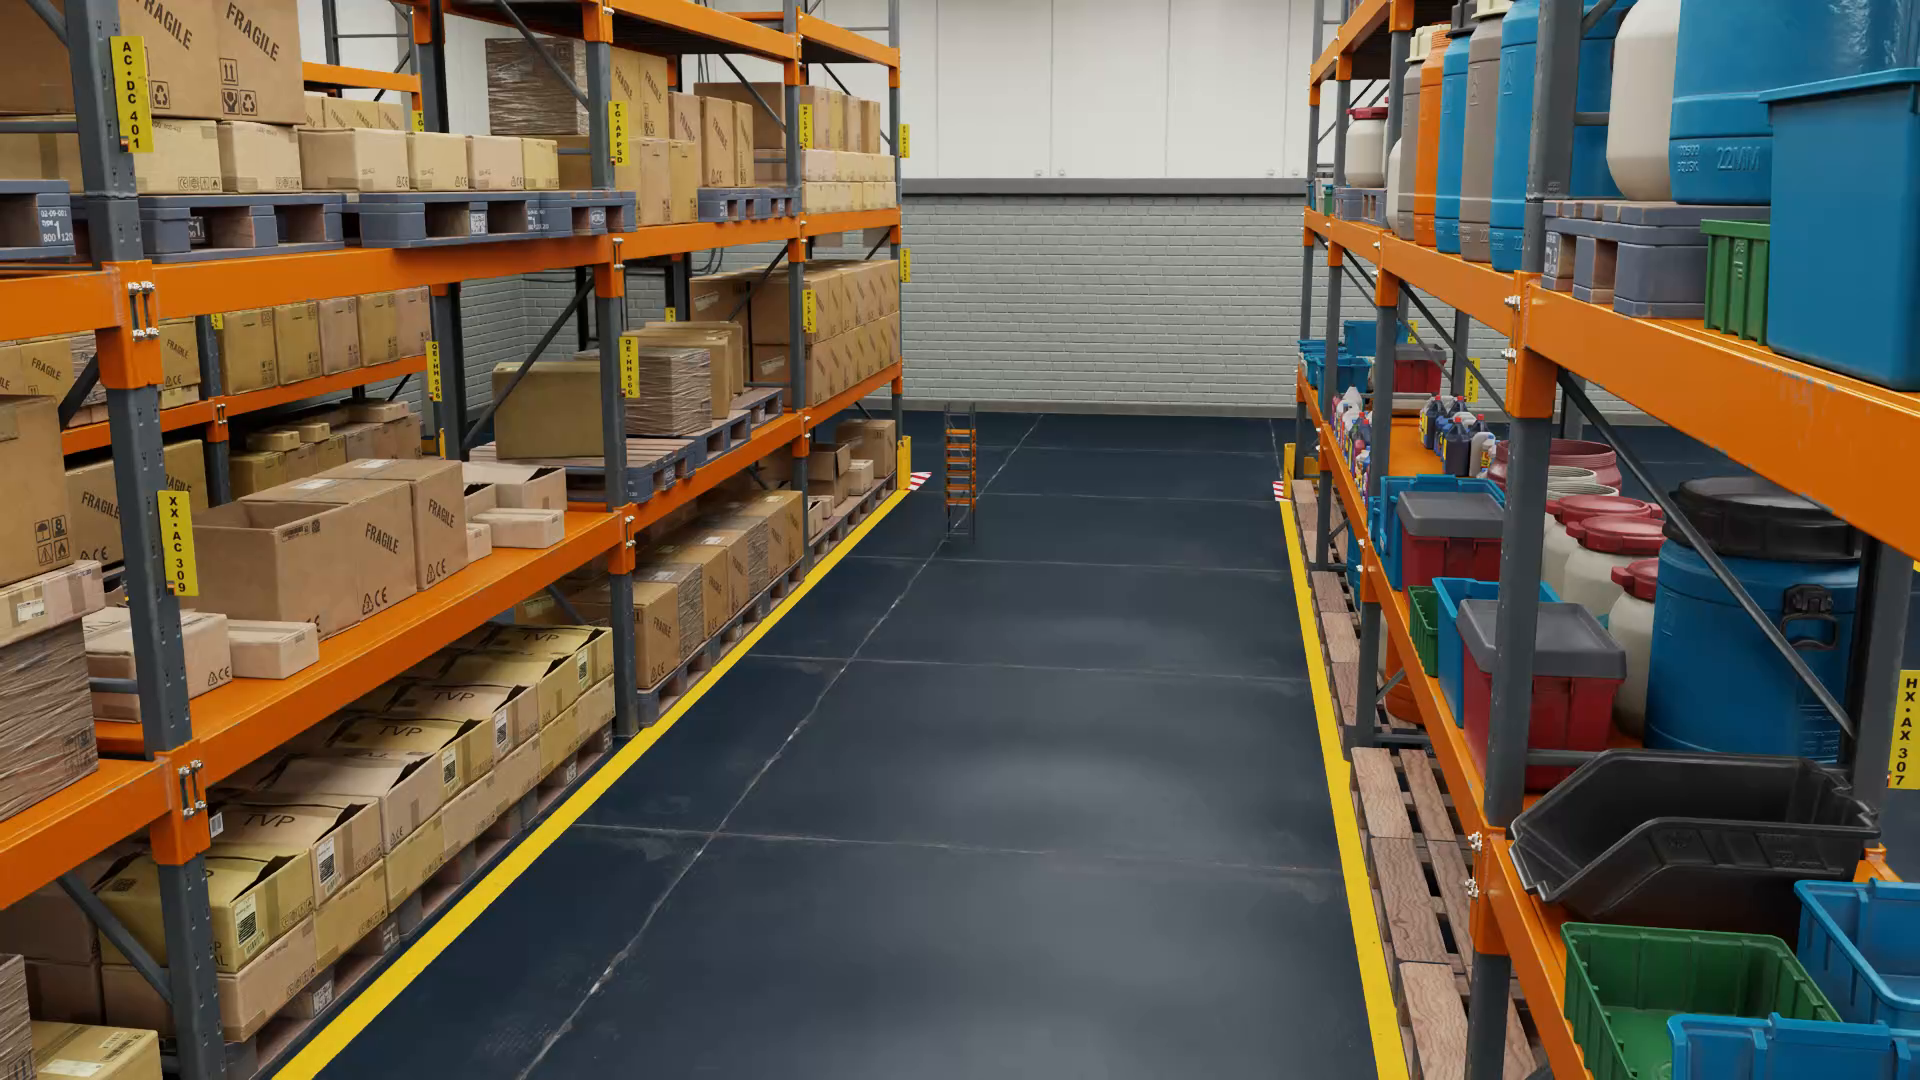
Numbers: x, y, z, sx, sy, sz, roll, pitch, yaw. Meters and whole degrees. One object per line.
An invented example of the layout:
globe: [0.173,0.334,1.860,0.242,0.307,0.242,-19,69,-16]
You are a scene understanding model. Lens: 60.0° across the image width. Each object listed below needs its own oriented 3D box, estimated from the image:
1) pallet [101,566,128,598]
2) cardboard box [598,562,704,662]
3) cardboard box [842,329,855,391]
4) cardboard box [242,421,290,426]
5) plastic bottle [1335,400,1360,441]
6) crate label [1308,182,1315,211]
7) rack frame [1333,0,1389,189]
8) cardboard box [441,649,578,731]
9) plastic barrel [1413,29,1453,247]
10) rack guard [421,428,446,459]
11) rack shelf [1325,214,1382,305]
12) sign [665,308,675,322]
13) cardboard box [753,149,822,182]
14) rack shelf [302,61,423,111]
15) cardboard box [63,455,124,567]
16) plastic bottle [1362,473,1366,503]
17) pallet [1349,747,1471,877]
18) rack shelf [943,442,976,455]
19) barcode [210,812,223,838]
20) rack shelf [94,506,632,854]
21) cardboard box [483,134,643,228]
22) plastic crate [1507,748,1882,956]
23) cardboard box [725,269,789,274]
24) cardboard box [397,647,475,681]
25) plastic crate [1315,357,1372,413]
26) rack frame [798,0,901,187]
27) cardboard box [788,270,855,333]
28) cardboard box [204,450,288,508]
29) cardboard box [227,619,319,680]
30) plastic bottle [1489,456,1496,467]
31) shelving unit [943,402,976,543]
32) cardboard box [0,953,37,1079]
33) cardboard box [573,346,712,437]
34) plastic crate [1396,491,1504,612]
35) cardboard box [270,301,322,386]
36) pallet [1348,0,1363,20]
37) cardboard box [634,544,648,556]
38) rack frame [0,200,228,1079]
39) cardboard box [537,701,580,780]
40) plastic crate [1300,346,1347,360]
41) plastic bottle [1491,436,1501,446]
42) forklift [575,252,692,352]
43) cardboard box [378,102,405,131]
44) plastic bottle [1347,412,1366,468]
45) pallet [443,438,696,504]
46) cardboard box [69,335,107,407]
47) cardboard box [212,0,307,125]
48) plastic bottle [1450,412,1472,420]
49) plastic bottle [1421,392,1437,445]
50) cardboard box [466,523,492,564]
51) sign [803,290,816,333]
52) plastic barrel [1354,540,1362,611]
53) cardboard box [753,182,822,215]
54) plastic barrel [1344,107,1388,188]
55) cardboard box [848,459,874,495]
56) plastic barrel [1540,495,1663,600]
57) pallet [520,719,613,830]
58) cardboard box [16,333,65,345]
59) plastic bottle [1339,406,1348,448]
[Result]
pallet: [-6.832,0.411,12.084,1.003,0.211,1.213,2,12,9]
cardboard box: [-1.895,0.435,10.245,0.500,0.500,0.500,1,12,7]
cardboard box: [-1.205,-1.567,14.407,0.500,0.500,0.500,2,12,8]
cardboard box: [-6.446,-1.016,15.484,0.380,0.149,0.250,2,12,9]
plastic bottle: [2.683,-0.828,11.510,0.152,0.276,0.135,2,12,9]
crate label: [3.341,-3.093,14.960,0.408,0.251,0.502,2,12,9]
rack frame: [3.187,-3.981,11.608,1.000,3.000,0.127,2,12,9]
cardboard box: [-2.233,0.713,8.265,0.500,0.311,0.500,2,12,8]
plastic barrel: [2.130,-1.592,6.622,0.600,0.830,0.708,2,12,9]
rack guard: [-5.983,-0.985,17.879,1.175,0.500,0.348,2,12,9]
rack shelf: [2.879,-1.747,10.068,1.077,0.370,4.000,2,12,9]
sign: [-2.244,-1.649,12.971,0.100,0.325,0.005,2,12,9]
cardboard box: [-1.387,-2.941,13.067,0.500,0.250,0.500,2,12,9]
rack shelf: [-6.295,-4.172,15.147,1.077,0.370,4.000,2,12,9]
cardboard box: [-6.708,-0.200,12.405,0.750,0.750,0.750,2,12,10]
plastic bottle: [2.299,-0.309,9.277,0.097,0.201,0.097,0,12,0]
pallet: [2.414,1.307,7.927,1.003,0.211,1.213,2,12,9]
rack shelf: [-0.002,-0.775,14.312,0.258,0.103,0.180,2,12,9]
barcode: [-2.487,0.953,5.560,0.001,0.075,0.075,2,12,9]
rack shelf: [-2.630,0.391,7.268,1.077,0.370,4.000,2,12,9]
cardboard box: [-2.288,-1.984,9.224,0.910,0.500,0.500,2,12,9]
plastic crate: [1.750,0.752,4.032,0.767,0.338,0.504,2,12,9]
cardboard box: [-1.731,-2.073,14.382,0.500,0.500,0.500,2,12,9]
cardboard box: [-2.765,0.696,8.340,0.500,0.311,0.500,2,12,7]
plastic crate: [2.922,-1.178,12.737,0.392,0.384,0.575,2,12,9]
rack frame: [-1.092,-4.975,16.220,1.000,3.000,0.127,2,12,9]
cardboard box: [-1.198,-2.051,14.280,0.500,0.500,0.500,2,12,7]
cardboard box: [-6.386,-0.505,14.655,0.700,0.500,0.500,2,12,9]
cardboard box: [-2.599,0.400,6.112,0.380,0.149,0.250,2,12,9]
plastic bottle: [3.014,-0.354,9.323,0.097,0.271,0.097,0,12,0]
shelving unit: [-0.002,-0.584,14.353,0.258,1.200,0.189,2,12,9]
cardboard box: [-2.881,1.435,4.465,0.500,0.500,0.500,2,12,9]
cardboard box: [-2.007,-0.950,10.549,0.700,0.500,0.500,4,13,19]
plastic crate: [2.021,0.079,6.854,0.402,0.464,0.583,2,12,9]
cardboard box: [-6.385,-1.781,14.923,0.980,0.700,0.700,2,12,7]
pallet: [3.090,-3.520,10.866,1.003,0.211,1.213,2,12,9]
cardboard box: [-2.330,0.320,10.780,0.500,0.500,0.500,1,12,7]
rack frame: [-2.937,0.455,5.261,1.000,3.000,0.127,2,12,9]
cardboard box: [-2.238,0.986,8.326,0.500,0.250,0.500,2,12,8]
plastic crate: [3.338,-1.651,15.290,0.416,0.233,0.300,2,12,9]
plastic bottle: [3.180,-0.478,9.867,0.061,0.283,0.133,2,12,9]
forklift: [-3.093,-1.674,15.302,1.130,2.935,3.031,3,12,12]
cardboard box: [-5.830,-4.055,16.411,0.500,0.500,0.500,2,12,8]
plastic bottle: [2.503,-0.626,10.395,0.144,0.351,0.185,2,12,9]
pallet: [-2.287,-0.427,9.810,1.213,0.211,1.003,2,12,9]
cardboard box: [-6.579,-1.259,12.223,0.500,0.500,0.500,2,12,9]
cardboard box: [-2.739,-1.756,5.981,0.500,0.500,0.500,3,13,14]
plastic bottle: [3.312,-0.715,10.983,0.152,0.276,0.135,2,12,9]
plastic bottle: [3.226,-0.827,11.330,0.144,0.351,0.185,2,12,9]
cardboard box: [-2.463,0.013,7.910,0.380,0.149,0.250,3,12,13]
sign: [-1.158,-1.759,12.786,0.100,0.325,0.005,2,12,9]
plastic barrel: [2.977,0.032,11.210,0.600,0.901,0.708,2,12,9]
cardboard box: [-1.388,-2.696,13.120,0.500,0.250,0.500,2,12,9]
plastic barrel: [2.858,-2.685,11.394,0.433,0.535,0.433,0,12,0]
cardboard box: [-1.108,-0.596,15.620,0.500,0.250,0.500,2,12,9]
plastic barrel: [2.500,0.115,6.516,0.433,0.535,0.433,0,12,0]
pallet: [-2.487,1.156,8.629,1.003,0.211,1.213,2,12,9]
cardboard box: [-6.666,-1.516,11.639,0.500,0.250,0.500,2,12,7]
plastic bottle: [2.572,-0.744,11.104,0.061,0.283,0.133,2,12,9]
